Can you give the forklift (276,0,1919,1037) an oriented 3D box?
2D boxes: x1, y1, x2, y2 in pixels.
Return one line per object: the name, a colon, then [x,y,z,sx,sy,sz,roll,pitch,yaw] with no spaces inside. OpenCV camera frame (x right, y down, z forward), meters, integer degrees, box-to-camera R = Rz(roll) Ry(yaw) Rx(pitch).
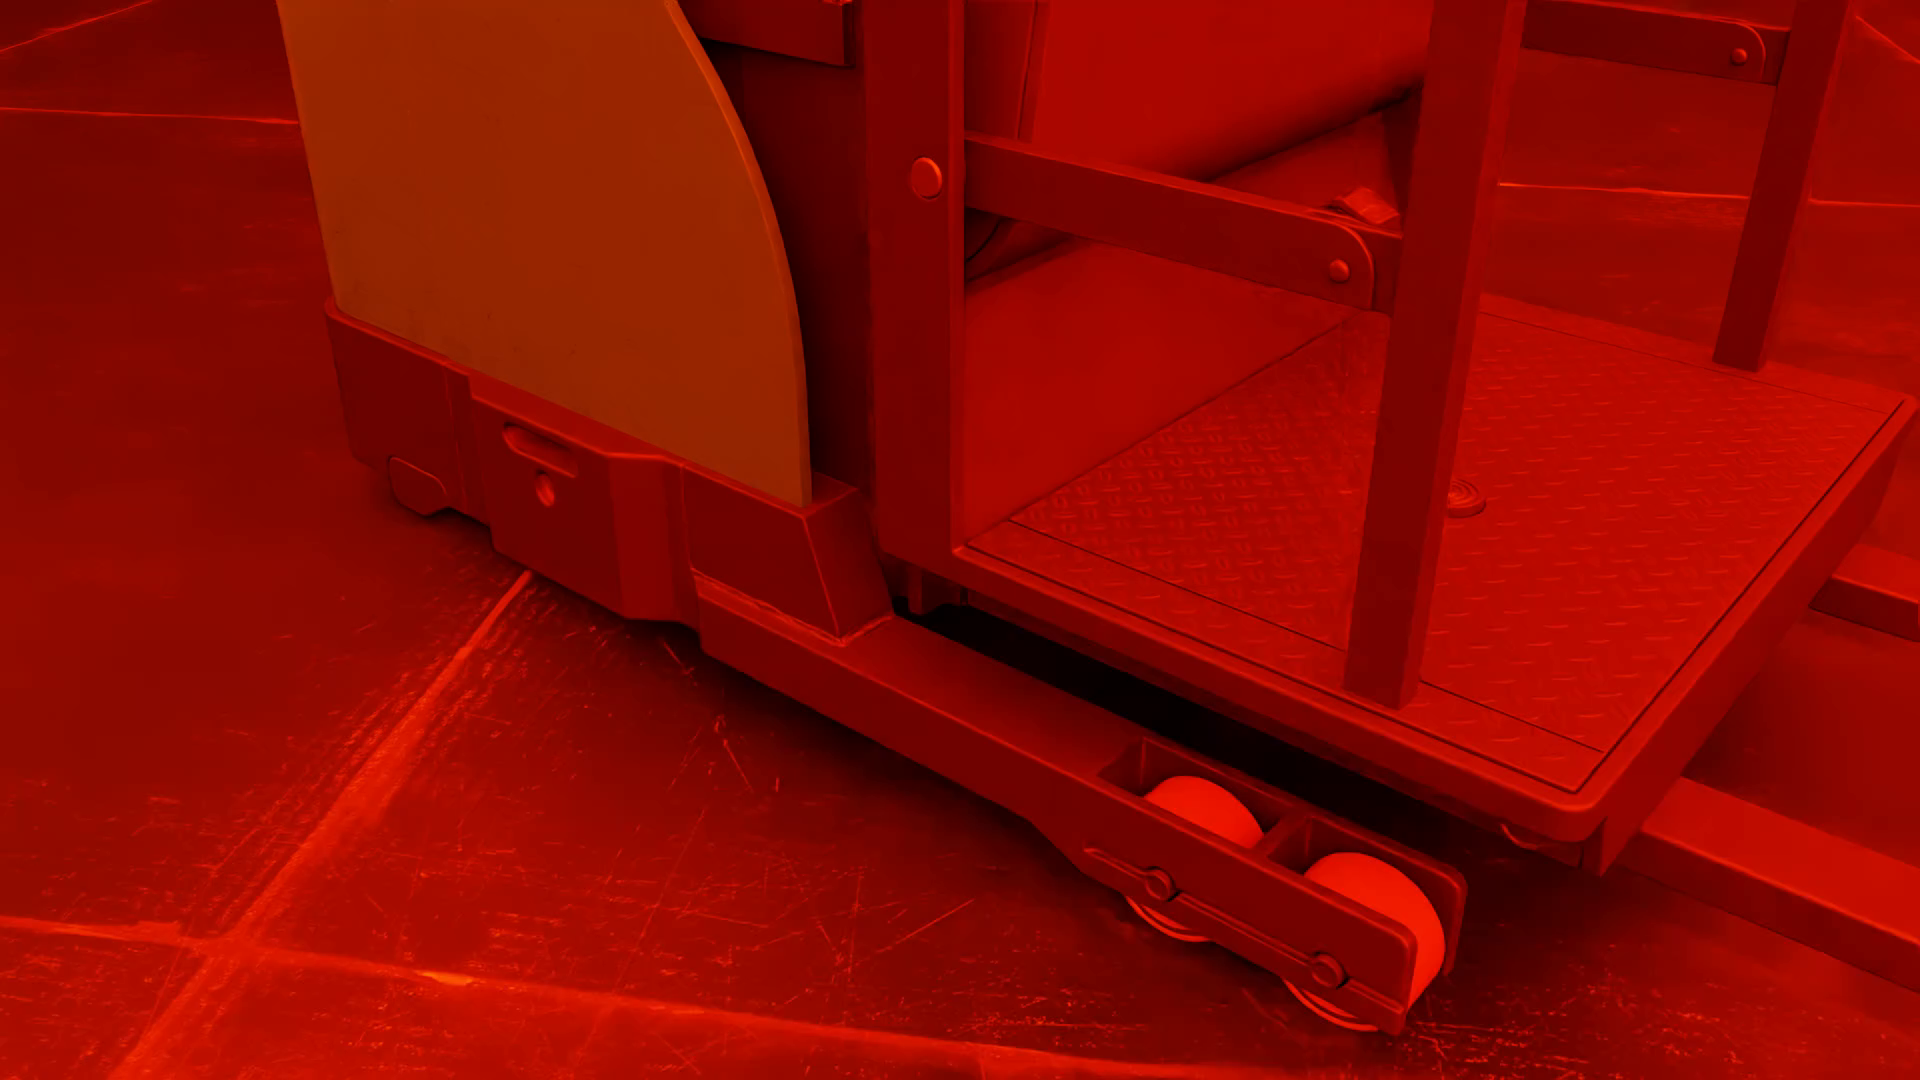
forklift: [0.494,-1.094,1.450,3.031,2.935,1.130,22,36,34]
